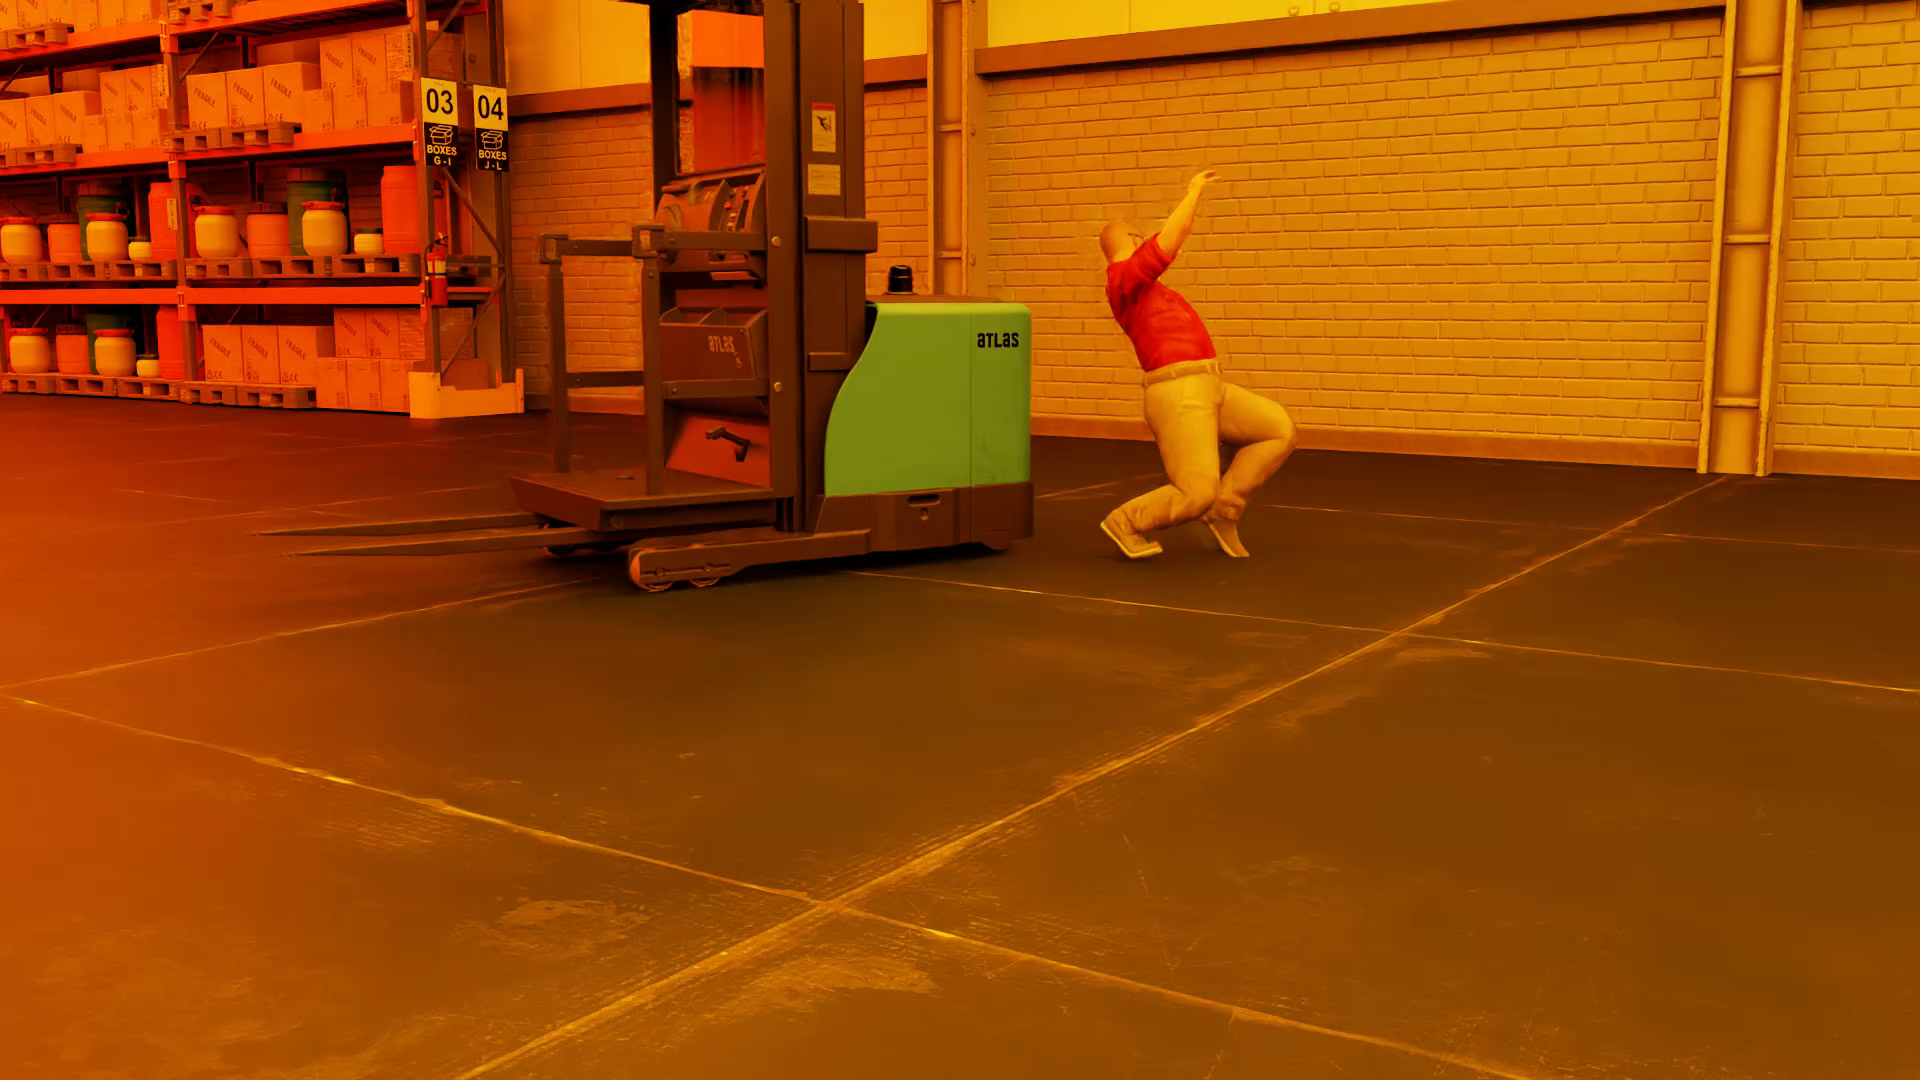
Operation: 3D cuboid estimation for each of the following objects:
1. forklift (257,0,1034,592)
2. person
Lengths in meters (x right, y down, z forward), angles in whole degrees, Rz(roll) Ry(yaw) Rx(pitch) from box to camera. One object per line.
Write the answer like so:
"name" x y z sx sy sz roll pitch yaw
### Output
"forklift" -1.191 -1.340 6.616 3.031 2.935 1.130 -5 10 -33
"person" 1.036 -0.721 7.124 0.829 1.654 1.120 3 9 20
